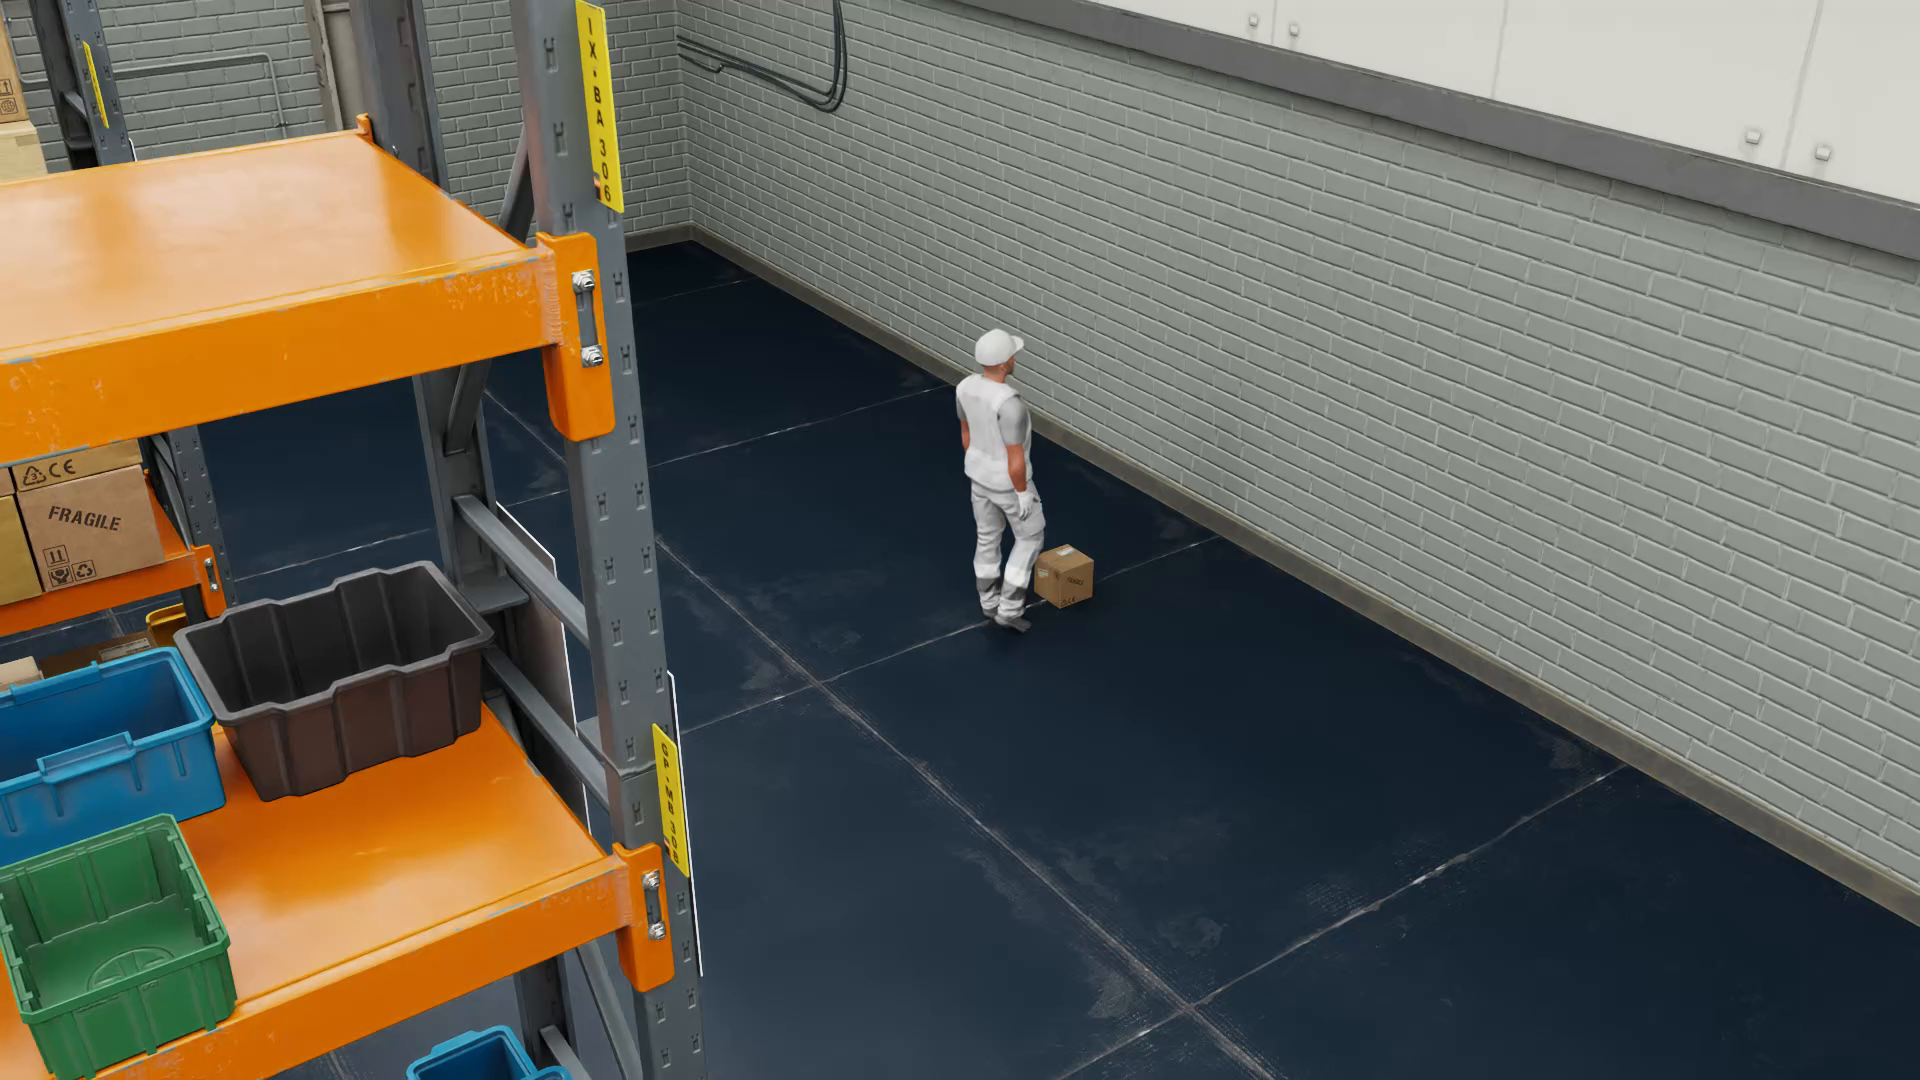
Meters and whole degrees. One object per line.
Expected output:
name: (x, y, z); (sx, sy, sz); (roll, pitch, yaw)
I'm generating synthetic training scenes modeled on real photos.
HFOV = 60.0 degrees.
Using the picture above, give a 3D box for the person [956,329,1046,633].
person: (0.242, -0.332, 9.296); (0.426, 1.839, 0.564); (-22, 35, -35)
